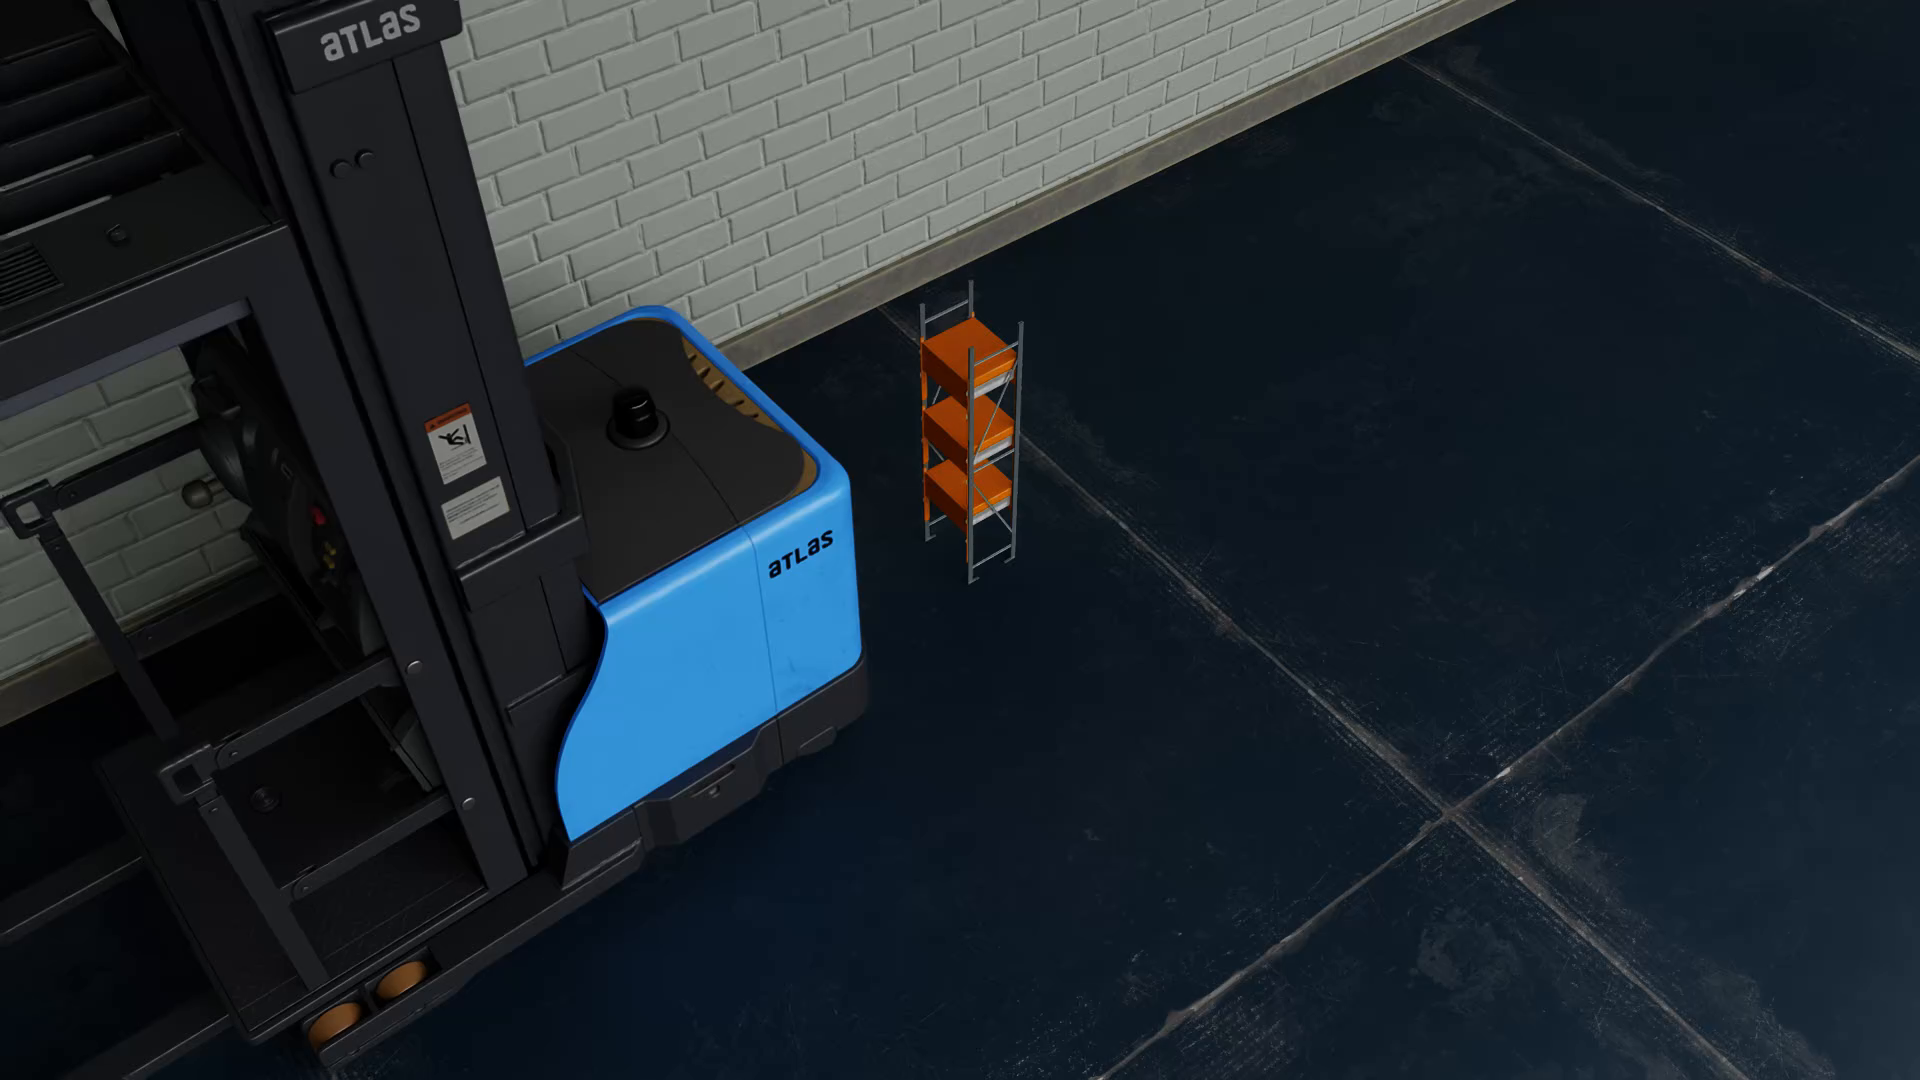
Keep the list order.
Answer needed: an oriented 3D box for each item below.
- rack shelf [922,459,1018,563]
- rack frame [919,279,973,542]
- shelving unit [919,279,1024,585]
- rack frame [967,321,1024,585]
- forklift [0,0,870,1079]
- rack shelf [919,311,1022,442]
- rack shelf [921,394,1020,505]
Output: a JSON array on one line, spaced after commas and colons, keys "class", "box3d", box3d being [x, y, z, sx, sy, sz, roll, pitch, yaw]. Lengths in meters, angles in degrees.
[{"class": "rack shelf", "box3d": [0.032, -0.127, 5.546, 0.215, 0.259, 0.240, -29, 54, -24]}, {"class": "rack frame", "box3d": [-0.041, -0.393, 5.398, 0.200, 1.050, 0.008, -29, 54, -24]}, {"class": "shelving unit", "box3d": [0.032, -0.321, 5.332, 0.215, 1.050, 0.252, -29, 54, -24]}, {"class": "rack frame", "box3d": [0.106, -0.249, 5.267, 0.200, 1.050, 0.008, -29, 54, -24]}, {"class": "forklift", "box3d": [-1.746, -0.027, 3.796, 3.031, 2.935, 1.130, -31, 55, -25]}, {"class": "rack shelf", "box3d": [0.032, -0.505, 5.130, 0.215, 0.259, 0.240, -29, 54, -24]}, {"class": "rack shelf", "box3d": [0.032, -0.314, 5.340, 0.215, 0.259, 0.240, -29, 54, -24]}]
